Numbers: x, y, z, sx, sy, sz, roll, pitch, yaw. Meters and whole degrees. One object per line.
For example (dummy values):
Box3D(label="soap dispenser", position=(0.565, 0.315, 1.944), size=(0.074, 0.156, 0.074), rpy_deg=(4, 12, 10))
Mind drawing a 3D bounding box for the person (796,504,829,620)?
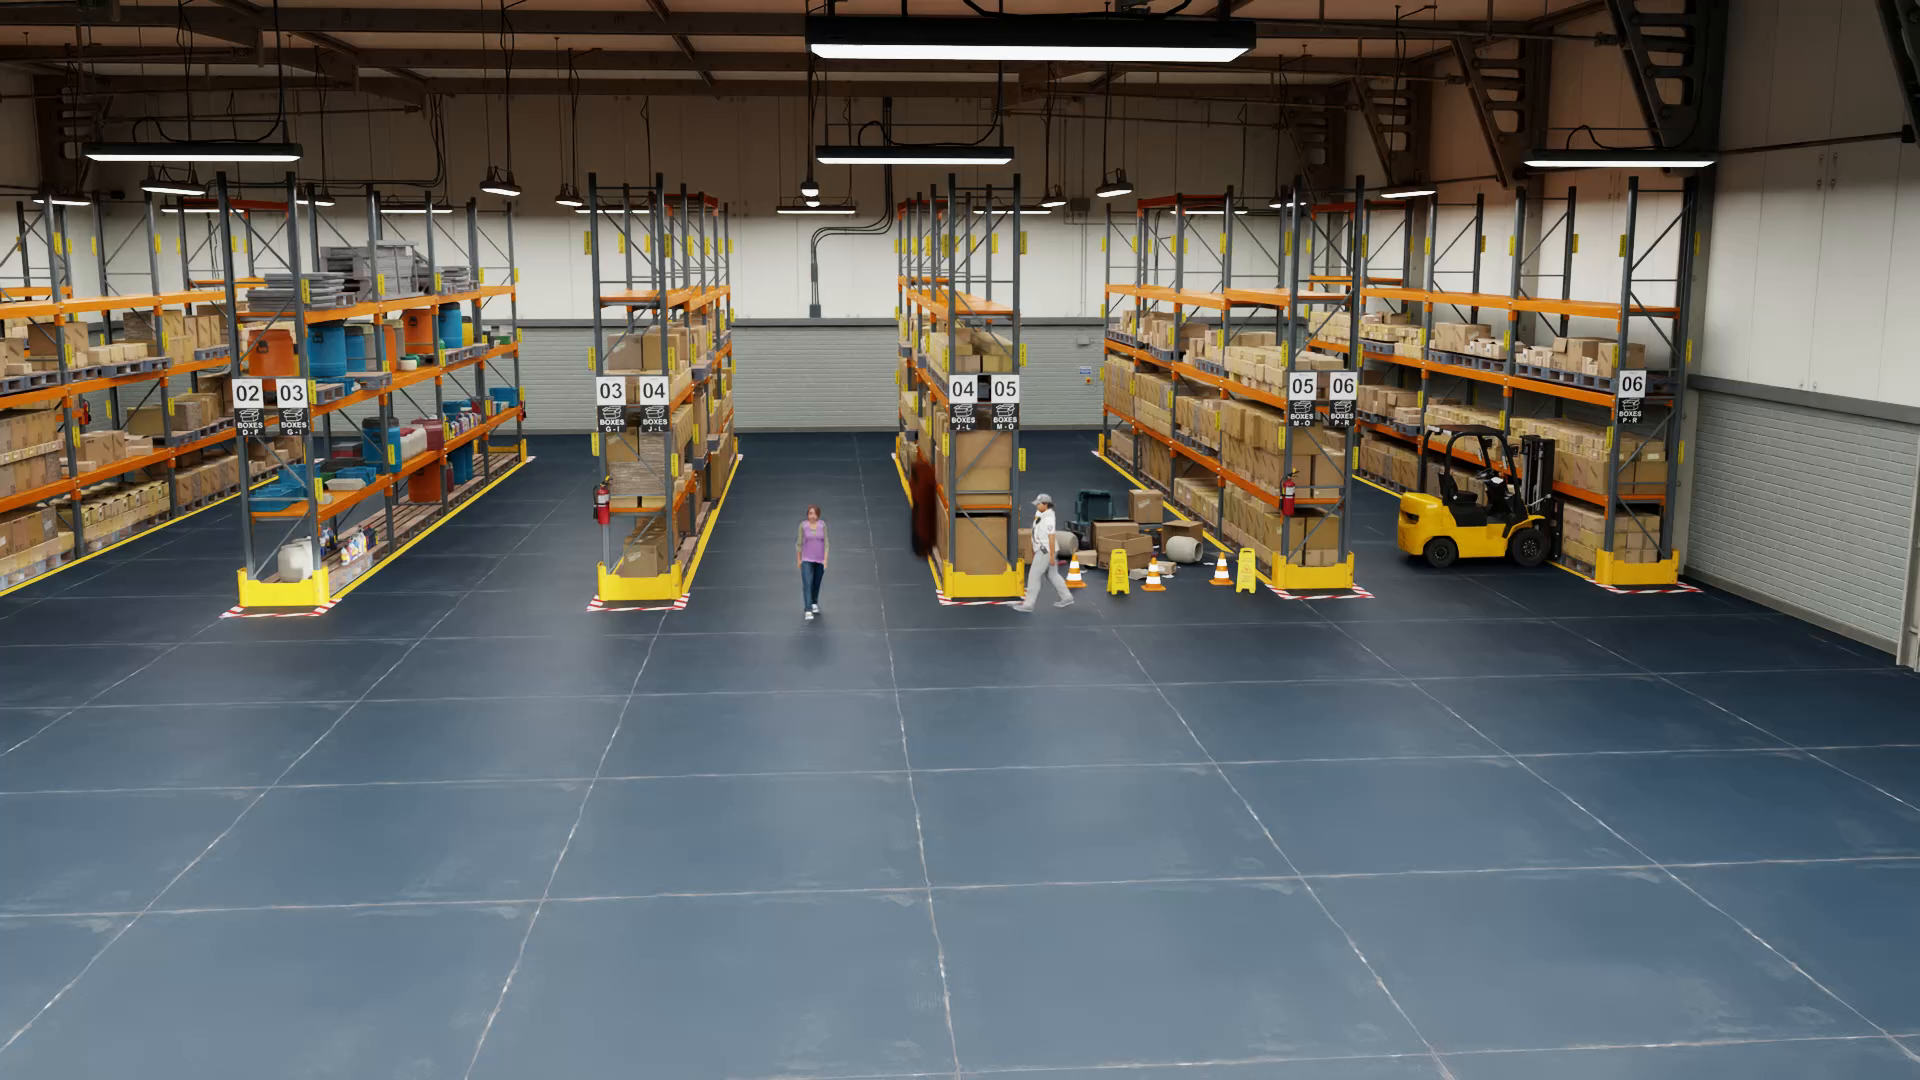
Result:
Box3D(label="person", position=(-1.980, 0.292, 22.506), size=(0.436, 1.532, 0.967), rpy_deg=(-3, 11, -18))

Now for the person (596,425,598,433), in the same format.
Box3D(label="person", position=(-7.358, -2.000, 34.996), size=(0.576, 1.701, 1.077), rpy_deg=(0, 10, -2))

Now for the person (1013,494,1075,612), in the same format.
Box3D(label="person", position=(1.168, 0.169, 23.075), size=(0.861, 1.636, 0.494), rpy_deg=(1, 10, 3))
